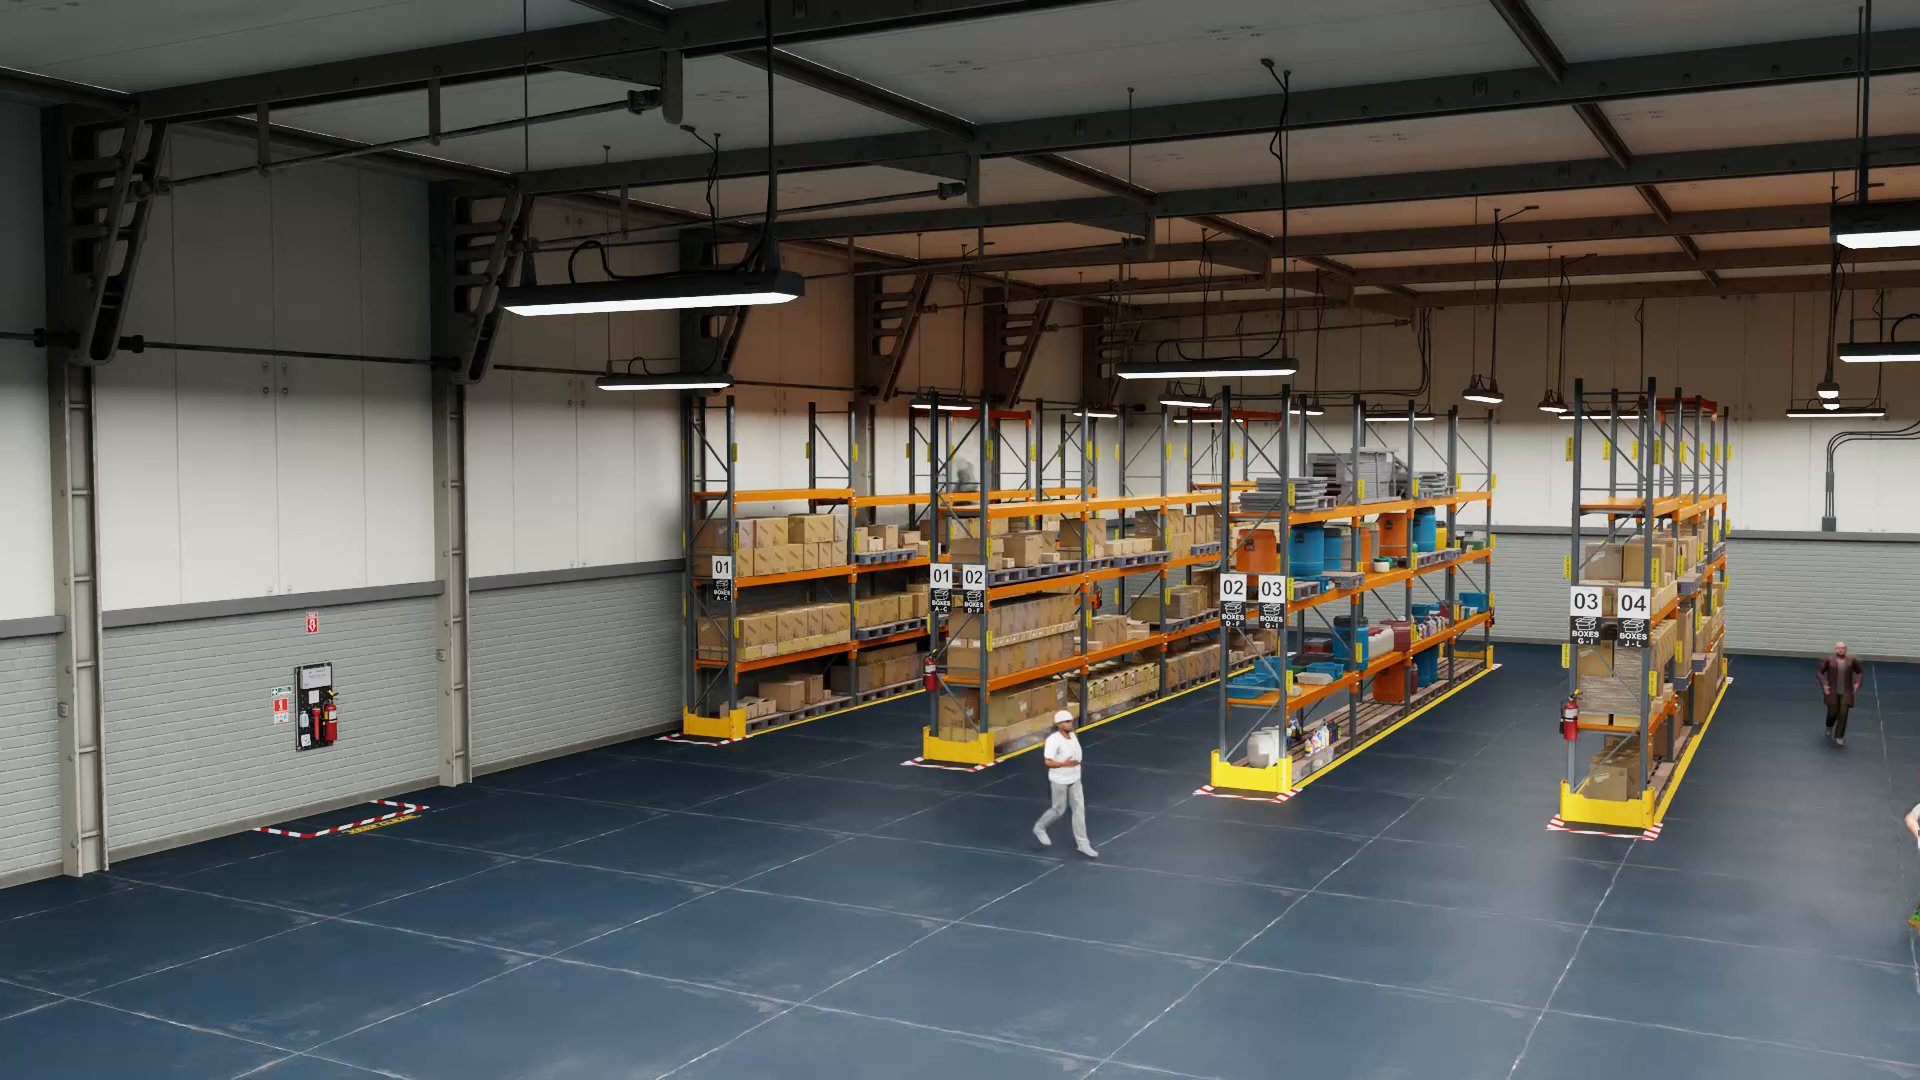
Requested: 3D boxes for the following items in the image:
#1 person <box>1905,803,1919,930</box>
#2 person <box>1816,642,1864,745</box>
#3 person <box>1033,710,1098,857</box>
[{"bbox_3d":[9.938,3.211,16.723,0.649,1.837,0.835,-2,3,-29],"label":"person"},{"bbox_3d":[15.168,2.613,28.665,0.733,1.728,0.683,1,3,22],"label":"person"},{"bbox_3d":[1.304,3.001,20.690,0.695,1.771,0.962,-3,4,-44],"label":"person"}]
